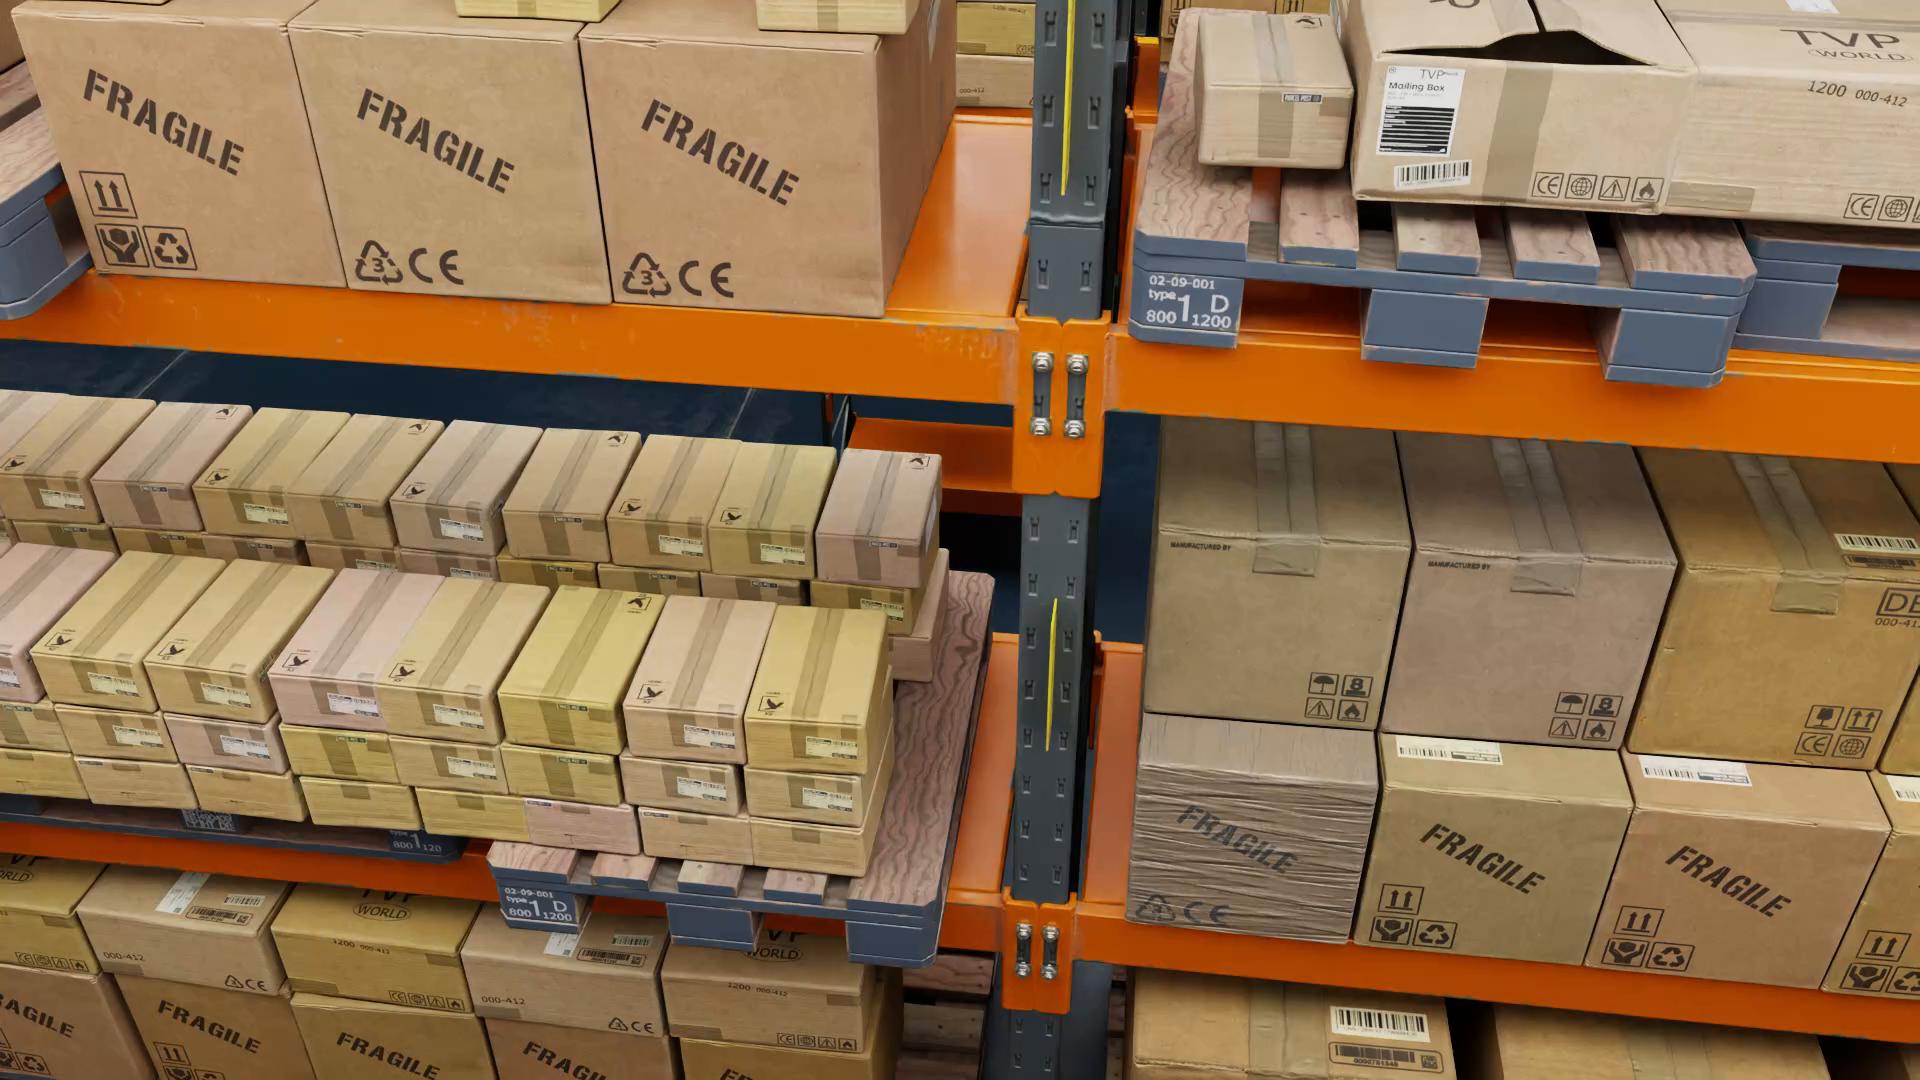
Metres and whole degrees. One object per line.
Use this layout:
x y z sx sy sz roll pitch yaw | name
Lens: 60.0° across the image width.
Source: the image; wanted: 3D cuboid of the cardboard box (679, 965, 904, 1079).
-0.442 1.348 4.570 0.500 0.500 0.500 4 36 6 | cardboard box

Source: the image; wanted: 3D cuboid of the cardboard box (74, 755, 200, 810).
-1.845 0.443 3.902 0.250 0.149 0.380 3 36 4 | cardboard box

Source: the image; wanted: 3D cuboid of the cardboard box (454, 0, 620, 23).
-0.700 -1.084 2.859 0.258 0.266 0.396 4 36 6 | cardboard box

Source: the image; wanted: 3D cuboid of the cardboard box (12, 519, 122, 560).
-2.266 -0.094 4.399 0.250 0.149 0.380 3 36 4 | cardboard box

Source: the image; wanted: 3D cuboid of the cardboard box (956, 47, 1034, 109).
0.240 -2.287 8.002 0.500 0.250 0.500 3 36 4 | cardboard box

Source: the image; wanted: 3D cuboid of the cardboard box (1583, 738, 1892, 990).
1.660 0.621 3.712 0.500 0.500 0.500 4 36 6 | cardboard box

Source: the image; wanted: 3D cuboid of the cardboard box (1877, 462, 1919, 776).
2.206 0.101 3.579 0.500 0.500 0.700 4 36 5 | cardboard box

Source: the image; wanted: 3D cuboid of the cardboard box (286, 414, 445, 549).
-1.493 -0.154 4.226 0.250 0.149 0.380 5 36 7 | cardboard box

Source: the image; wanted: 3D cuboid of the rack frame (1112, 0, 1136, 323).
0.775 -2.460 8.115 0.127 3.000 1.000 4 36 6 | rack frame

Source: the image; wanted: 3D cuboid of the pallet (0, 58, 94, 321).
-2.095 -0.859 3.451 1.003 0.211 1.213 4 36 6 | pallet

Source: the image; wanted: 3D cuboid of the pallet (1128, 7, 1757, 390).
0.890 -0.728 3.268 1.003 0.211 1.213 6 36 8 | pallet

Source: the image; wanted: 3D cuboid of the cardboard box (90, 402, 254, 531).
-2.007 -0.194 4.282 0.250 0.149 0.380 3 36 4 | cardboard box

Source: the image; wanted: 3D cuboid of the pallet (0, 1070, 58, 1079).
-2.951 1.295 5.254 1.213 0.211 1.003 4 36 6 | pallet

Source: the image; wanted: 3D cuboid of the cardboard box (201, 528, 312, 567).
-1.755 -0.054 4.343 0.250 0.149 0.380 6 36 8 | cardboard box

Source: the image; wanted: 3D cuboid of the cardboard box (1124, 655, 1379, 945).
0.655 0.547 3.815 0.500 0.500 0.500 5 36 6 | cardboard box

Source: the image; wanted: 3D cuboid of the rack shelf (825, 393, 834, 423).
-0.007 -0.697 6.754 1.000 0.278 0.538 4 36 6 | rack shelf

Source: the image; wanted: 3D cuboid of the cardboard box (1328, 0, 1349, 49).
0.867 -1.021 3.270 0.250 0.166 0.380 4 36 6 | cardboard box

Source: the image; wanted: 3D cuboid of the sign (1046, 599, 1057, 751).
0.185 0.273 3.356 0.005 0.325 0.100 4 36 6 | sign

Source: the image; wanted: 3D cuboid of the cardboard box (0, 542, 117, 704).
-2.108 0.182 3.756 0.250 0.149 0.380 6 36 8 | cardboard box

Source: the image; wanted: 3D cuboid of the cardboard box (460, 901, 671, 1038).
-0.970 1.010 4.398 0.500 0.250 0.500 5 36 7 | cardboard box

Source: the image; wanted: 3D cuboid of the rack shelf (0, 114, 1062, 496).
-1.739 -0.677 3.654 4.000 0.370 1.077 4 36 6 | rack shelf

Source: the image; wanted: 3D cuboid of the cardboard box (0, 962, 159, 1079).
-2.499 1.195 4.783 0.500 0.500 0.500 6 36 8 | cardboard box

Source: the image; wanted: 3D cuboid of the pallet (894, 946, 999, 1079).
-0.530 1.476 5.001 1.213 0.211 1.003 4 36 6 | pallet

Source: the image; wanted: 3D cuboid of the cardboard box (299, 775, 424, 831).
-1.318 0.481 3.849 0.250 0.149 0.380 3 36 4 | cardboard box

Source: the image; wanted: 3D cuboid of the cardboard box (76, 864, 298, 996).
-1.990 0.930 4.510 0.500 0.250 0.500 6 36 8 | cardboard box

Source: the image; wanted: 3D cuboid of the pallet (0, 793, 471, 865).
-1.724 0.354 4.336 1.213 0.211 1.003 4 36 6 | pallet

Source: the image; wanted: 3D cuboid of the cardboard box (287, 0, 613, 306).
-0.852 -0.788 3.104 0.500 0.500 0.500 4 36 6 | cardboard box

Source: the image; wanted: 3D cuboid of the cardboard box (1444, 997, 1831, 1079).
1.705 1.304 4.416 0.750 0.750 1.050 5 36 7 | cardboard box

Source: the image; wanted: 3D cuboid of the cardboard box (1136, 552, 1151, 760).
0.725 0.237 4.250 0.500 0.500 0.500 4 36 6 | cardboard box

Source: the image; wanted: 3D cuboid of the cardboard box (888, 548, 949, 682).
-0.174 0.181 4.269 0.250 0.149 0.380 4 36 5 | cardboard box

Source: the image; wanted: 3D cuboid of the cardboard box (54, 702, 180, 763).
-1.839 0.322 3.815 0.250 0.149 0.380 4 36 5 | cardboard box

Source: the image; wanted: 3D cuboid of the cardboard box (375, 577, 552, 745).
-1.074 0.259 3.647 0.250 0.149 0.380 5 36 7 | cardboard box

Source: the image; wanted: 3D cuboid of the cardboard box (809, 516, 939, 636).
-0.209 0.058 4.185 0.250 0.149 0.380 6 36 8 | cardboard box

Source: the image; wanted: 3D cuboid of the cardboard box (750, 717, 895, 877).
-0.303 0.559 3.740 0.250 0.149 0.380 5 36 7 | cardboard box

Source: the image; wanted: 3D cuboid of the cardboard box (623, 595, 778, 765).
-0.549 0.296 3.595 0.250 0.149 0.380 4 36 5 | cardboard box

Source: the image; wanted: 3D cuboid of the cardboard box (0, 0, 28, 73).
-2.208 -1.141 3.234 0.637 0.503 0.797 4 36 5 | cardboard box

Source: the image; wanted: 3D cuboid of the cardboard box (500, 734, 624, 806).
-0.830 0.398 3.708 0.250 0.149 0.380 5 36 7 | cardboard box

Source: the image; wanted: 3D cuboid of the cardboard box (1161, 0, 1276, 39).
1.192 -2.627 7.644 0.500 0.500 0.500 3 36 5 | cardboard box

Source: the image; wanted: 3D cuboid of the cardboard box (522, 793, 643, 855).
-0.805 0.521 3.793 0.250 0.149 0.380 5 36 7 | cardboard box

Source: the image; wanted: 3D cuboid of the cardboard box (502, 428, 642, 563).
-0.961 -0.116 4.174 0.250 0.149 0.380 3 36 4 | cardboard box

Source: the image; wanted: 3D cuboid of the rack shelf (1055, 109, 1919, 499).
2.228 -0.381 3.239 4.000 0.370 1.077 4 36 6 | rack shelf

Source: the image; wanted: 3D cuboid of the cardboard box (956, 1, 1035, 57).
0.262 -2.492 7.859 0.500 0.250 0.500 4 36 6 | cardboard box

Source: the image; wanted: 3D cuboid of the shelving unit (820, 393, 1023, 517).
-0.007 -0.458 6.924 1.048 1.125 0.538 4 36 6 | shelving unit

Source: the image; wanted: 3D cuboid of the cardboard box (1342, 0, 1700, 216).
0.934 -0.817 2.859 0.500 0.311 0.500 4 36 6 | cardboard box

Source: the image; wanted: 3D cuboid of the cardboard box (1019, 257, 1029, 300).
0.100 -1.866 8.749 0.875 0.875 0.875 4 36 6 | cardboard box

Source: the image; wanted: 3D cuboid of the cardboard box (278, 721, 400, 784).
-1.324 0.360 3.762 0.250 0.149 0.380 4 36 6 | cardboard box

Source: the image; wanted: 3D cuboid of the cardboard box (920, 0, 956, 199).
-0.288 -1.058 3.482 0.500 0.500 0.500 4 36 6 | cardboard box

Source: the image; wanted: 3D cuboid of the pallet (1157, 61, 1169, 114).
1.495 -2.391 8.183 1.003 0.211 1.213 4 36 6 | pallet

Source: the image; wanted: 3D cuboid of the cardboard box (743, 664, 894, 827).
-0.303 0.435 3.657 0.250 0.149 0.380 5 36 7 | cardboard box

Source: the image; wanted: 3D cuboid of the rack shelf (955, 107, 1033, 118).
-1.209 -2.316 8.532 4.000 0.370 1.077 4 36 6 | rack shelf

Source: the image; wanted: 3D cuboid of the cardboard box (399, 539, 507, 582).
-1.241 -0.016 4.289 0.250 0.149 0.380 4 36 6 | cardboard box

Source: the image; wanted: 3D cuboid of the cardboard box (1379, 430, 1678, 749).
1.190 0.027 3.683 0.500 0.500 0.700 4 36 5 | cardboard box

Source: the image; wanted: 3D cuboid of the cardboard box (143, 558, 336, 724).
-1.582 0.219 3.703 0.250 0.149 0.380 6 36 8 | cardboard box

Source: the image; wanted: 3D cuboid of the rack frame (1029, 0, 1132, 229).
0.245 -2.043 2.366 0.127 3.000 1.000 4 36 6 | rack frame

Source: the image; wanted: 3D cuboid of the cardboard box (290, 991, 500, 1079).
-1.483 1.277 4.668 0.500 0.500 0.500 3 36 4 | cardboard box

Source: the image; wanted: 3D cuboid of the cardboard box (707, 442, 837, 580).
-0.456 -0.076 4.117 0.250 0.149 0.380 3 36 5 | cardboard box

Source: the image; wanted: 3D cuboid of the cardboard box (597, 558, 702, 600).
-0.744 0.021 4.237 0.250 0.149 0.380 3 36 4 | cardboard box

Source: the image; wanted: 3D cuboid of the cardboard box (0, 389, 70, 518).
-2.517 -0.231 4.335 0.250 0.149 0.380 4 36 6 | cardboard box
